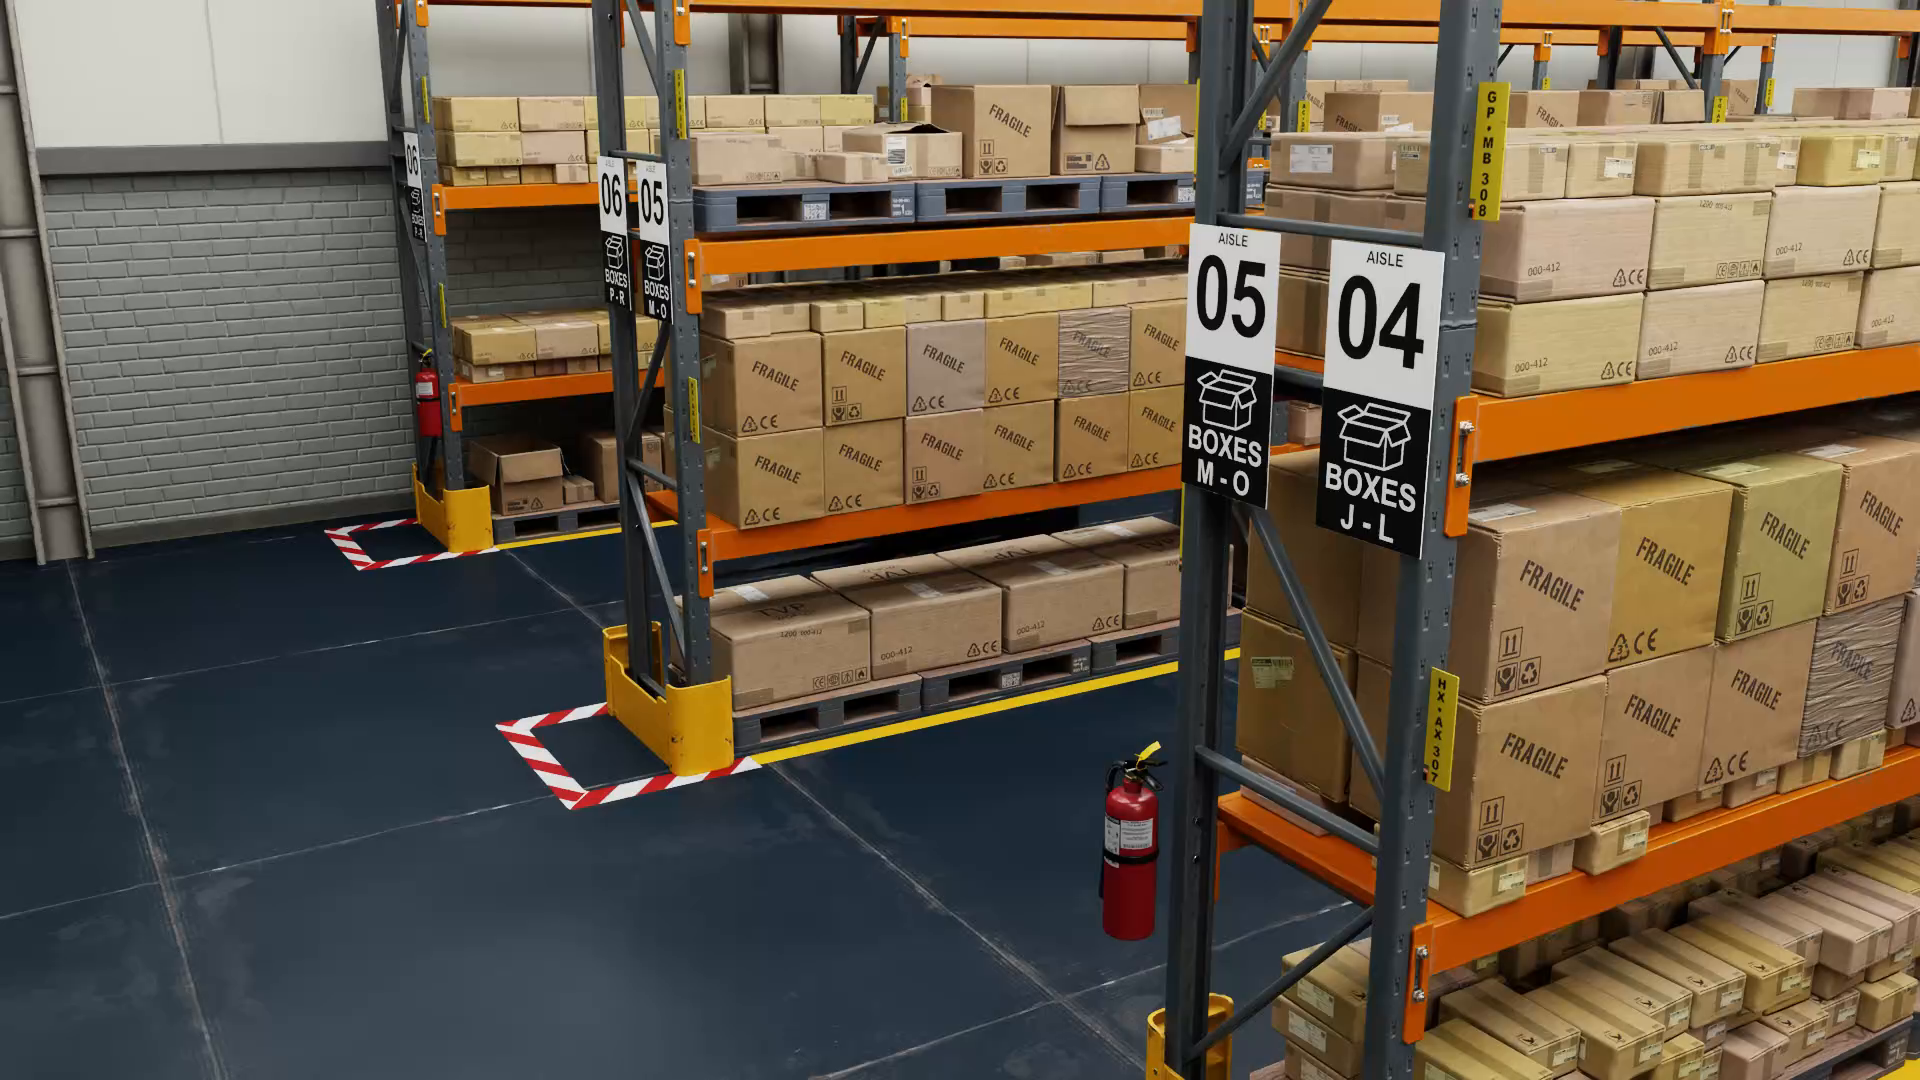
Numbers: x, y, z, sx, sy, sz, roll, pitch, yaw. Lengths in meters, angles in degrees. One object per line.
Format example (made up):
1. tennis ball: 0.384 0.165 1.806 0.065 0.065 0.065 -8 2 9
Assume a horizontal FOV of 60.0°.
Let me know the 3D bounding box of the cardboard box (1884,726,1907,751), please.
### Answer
1. cardboard box: 3.185 0.638 6.041 0.250 0.149 0.380 -10 18 -31

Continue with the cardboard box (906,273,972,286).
1. cardboard box: -0.129 -1.494 9.944 0.250 0.149 0.380 -9 18 -28

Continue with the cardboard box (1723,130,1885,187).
1. cardboard box: 2.545 -1.160 5.048 0.250 0.149 0.380 -9 18 -28

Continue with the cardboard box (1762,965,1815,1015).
1. cardboard box: 2.914 1.580 6.170 0.250 0.149 0.380 -8 18 -27

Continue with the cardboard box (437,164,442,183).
1. cardboard box: -4.038 -2.903 13.117 0.250 0.149 0.380 -9 18 -28

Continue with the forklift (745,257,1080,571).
1. forklift: -0.507 -1.305 12.636 3.031 2.935 1.130 -12 20 -36

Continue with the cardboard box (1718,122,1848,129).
1. cardboard box: 2.905 -1.407 5.929 0.250 0.149 0.380 -8 18 -27

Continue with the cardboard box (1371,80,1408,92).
1. cardboard box: 4.283 -4.522 17.280 0.500 0.500 0.500 -9 18 -28

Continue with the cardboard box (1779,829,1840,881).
1. cardboard box: 3.359 1.238 6.838 0.250 0.149 0.380 -10 18 -31

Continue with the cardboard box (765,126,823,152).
1. cardboard box: -1.489 -3.353 13.985 0.500 0.250 0.500 -10 18 -32

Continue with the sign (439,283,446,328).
1. sign: -3.914 -1.773 12.574 0.005 0.325 0.100 -9 18 -30

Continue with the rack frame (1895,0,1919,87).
1. rack frame: 8.652 -4.891 14.184 0.127 3.000 1.000 -9 18 -30

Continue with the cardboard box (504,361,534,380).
1. cardboard box: -3.576 -1.389 13.273 0.250 0.149 0.380 -9 18 -28

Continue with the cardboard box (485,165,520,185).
1. cardboard box: -3.589 -2.838 12.885 0.250 0.149 0.380 -9 18 -29

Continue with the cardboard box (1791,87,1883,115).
1. cardboard box: 7.523 -3.757 14.271 0.500 0.250 0.500 -10 18 -31

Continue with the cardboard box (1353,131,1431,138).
1. cardboard box: 1.386 -1.138 4.969 0.250 0.149 0.380 -9 18 -29

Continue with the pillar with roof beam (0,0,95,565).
1. pillar with roof beam: -4.752 -3.208 8.182 0.400 9.000 9.100 -9 18 -30

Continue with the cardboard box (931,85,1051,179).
1. cardboard box: 0.171 -2.322 9.431 0.500 0.500 0.500 -9 18 -29

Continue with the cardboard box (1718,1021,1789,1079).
1. cardboard box: 2.711 1.795 5.951 0.250 0.149 0.380 -10 19 -32

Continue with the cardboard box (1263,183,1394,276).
1. cardboard box: 1.266 -0.938 4.994 0.500 0.250 0.500 -10 18 -31

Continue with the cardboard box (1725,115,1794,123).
1. cardboard box: 6.041 -3.068 13.054 0.500 0.500 0.700 -9 18 -30

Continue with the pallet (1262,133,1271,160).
1. pallet: 3.200 -4.062 17.137 1.003 0.211 1.213 -8 18 -27

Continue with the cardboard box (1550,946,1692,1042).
1. cardboard box: 2.252 1.562 5.682 0.250 0.149 0.380 -10 19 -32

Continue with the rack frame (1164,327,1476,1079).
1. rack frame: 1.002 0.797 5.008 0.127 3.000 1.000 -9 18 -30

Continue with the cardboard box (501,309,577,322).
1. cardboard box: -3.493 -1.750 13.821 0.500 0.250 0.500 -9 18 -30

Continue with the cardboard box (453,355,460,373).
1. cardboard box: -4.048 -1.469 13.558 0.250 0.149 0.380 -9 18 -30

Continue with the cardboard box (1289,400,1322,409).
1. cardboard box: 2.317 -1.054 10.965 0.500 0.250 0.500 -10 18 -31

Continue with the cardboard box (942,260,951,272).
1. cardboard box: -0.235 -2.304 15.107 0.500 0.500 0.700 -9 18 -28

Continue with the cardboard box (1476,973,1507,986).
1. cardboard box: 1.752 1.613 6.052 0.250 0.149 0.380 -10 19 -32

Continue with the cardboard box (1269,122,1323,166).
1. cardboard box: 2.442 -2.665 11.188 0.500 0.311 0.500 -9 18 -30

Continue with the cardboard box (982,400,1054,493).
1. cardboard box: 0.211 -0.599 9.804 0.500 0.500 0.500 -9 18 -28

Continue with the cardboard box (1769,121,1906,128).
1. cardboard box: 3.163 -1.435 6.026 0.250 0.149 0.380 -10 18 -31

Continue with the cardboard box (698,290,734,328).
1. cardboard box: -1.429 -1.272 9.151 0.250 0.149 0.380 -9 18 -29

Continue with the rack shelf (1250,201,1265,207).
1. rack shelf: 3.509 -2.266 11.711 4.000 0.370 1.077 -9 18 -30

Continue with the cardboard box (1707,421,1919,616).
1. cardboard box: 2.845 -0.087 5.574 0.500 0.500 0.500 -10 18 -31

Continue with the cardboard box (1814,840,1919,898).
1. cardboard box: 3.589 1.334 6.495 0.250 0.149 0.380 -9 18 -28

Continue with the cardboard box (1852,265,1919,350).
1. cardboard box: 2.855 -0.794 5.406 0.500 0.250 0.500 -9 18 -30

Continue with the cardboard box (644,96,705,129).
1. cardboard box: -2.383 -3.454 13.417 0.500 0.250 0.500 -9 18 -28

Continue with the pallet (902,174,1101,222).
1. pallet: 0.043 -2.012 9.636 1.213 0.211 1.003 -9 18 -30

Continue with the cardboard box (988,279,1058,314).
1. cardboard box: 0.363 -1.415 9.660 0.250 0.149 0.380 -9 18 -30

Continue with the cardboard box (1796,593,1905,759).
1. cardboard box: 2.835 0.390 5.726 0.500 0.500 0.500 -10 18 -31

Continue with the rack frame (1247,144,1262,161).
1. rack frame: 2.664 -2.594 17.106 0.127 3.000 1.000 -9 18 -30

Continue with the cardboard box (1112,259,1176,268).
1. cardboard box: 1.179 -1.709 10.708 0.250 0.149 0.380 -9 18 -29

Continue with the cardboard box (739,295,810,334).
1. cardboard box: -0.999 -1.214 8.944 0.250 0.149 0.380 -9 18 -28

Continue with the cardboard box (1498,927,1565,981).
1. cardboard box: 1.981 1.441 6.114 0.250 0.149 0.380 -10 19 -32

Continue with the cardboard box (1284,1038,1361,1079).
1. cardboard box: 1.346 1.846 5.769 0.250 0.149 0.380 -9 18 -29

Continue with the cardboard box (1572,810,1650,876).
1. cardboard box: 1.903 0.879 5.182 0.250 0.149 0.380 -10 18 -31

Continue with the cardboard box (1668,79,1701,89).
1. cardboard box: 8.338 -5.212 19.738 0.500 0.500 0.700 -9 18 -29

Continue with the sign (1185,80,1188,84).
1. sign: 1.507 -2.859 10.953 0.005 0.325 0.100 -9 18 -30

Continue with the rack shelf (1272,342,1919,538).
1. rack shelf: 2.716 -0.579 5.692 4.000 0.370 1.077 -9 18 -30

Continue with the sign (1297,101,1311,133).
1. sign: 2.082 -2.493 10.084 0.005 0.325 0.100 -9 18 -30

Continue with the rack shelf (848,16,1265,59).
1. rack shelf: 0.950 -4.666 15.455 4.000 0.370 1.077 -9 18 -30

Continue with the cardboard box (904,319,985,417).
1. cardboard box: -0.199 -1.011 9.422 0.500 0.500 0.500 -9 18 -30

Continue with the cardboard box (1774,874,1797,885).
1. cardboard box: 3.361 1.380 6.882 0.250 0.149 0.380 -10 19 -33

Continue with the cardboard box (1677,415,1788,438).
1. cardboard box: 2.593 -0.216 6.033 0.500 0.500 0.500 -10 18 -32
